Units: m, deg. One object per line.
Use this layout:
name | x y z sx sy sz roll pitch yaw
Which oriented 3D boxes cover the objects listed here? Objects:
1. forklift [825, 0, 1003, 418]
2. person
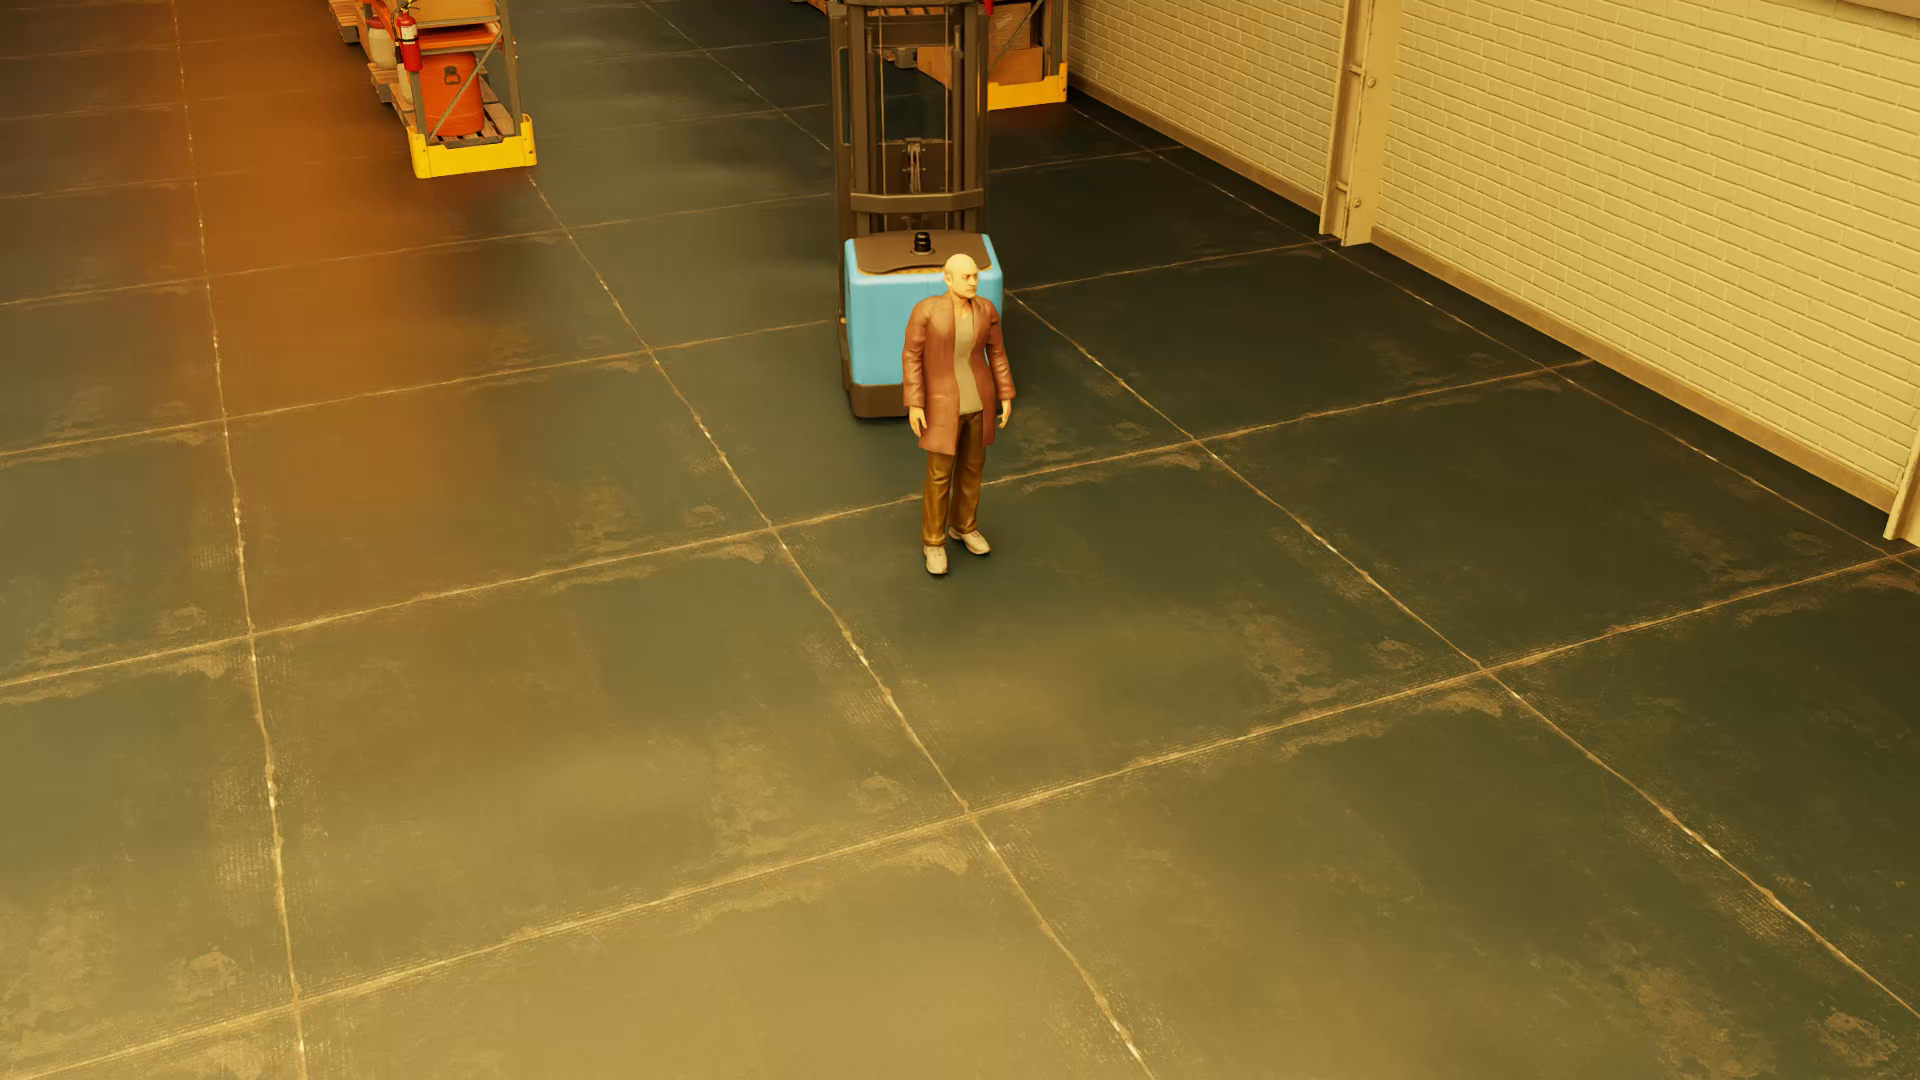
forklift | -0.374 -2.816 12.045 1.130 2.935 3.031 -3 30 -5
person | 0.032 -0.736 9.554 0.694 1.776 0.582 -12 32 -20
